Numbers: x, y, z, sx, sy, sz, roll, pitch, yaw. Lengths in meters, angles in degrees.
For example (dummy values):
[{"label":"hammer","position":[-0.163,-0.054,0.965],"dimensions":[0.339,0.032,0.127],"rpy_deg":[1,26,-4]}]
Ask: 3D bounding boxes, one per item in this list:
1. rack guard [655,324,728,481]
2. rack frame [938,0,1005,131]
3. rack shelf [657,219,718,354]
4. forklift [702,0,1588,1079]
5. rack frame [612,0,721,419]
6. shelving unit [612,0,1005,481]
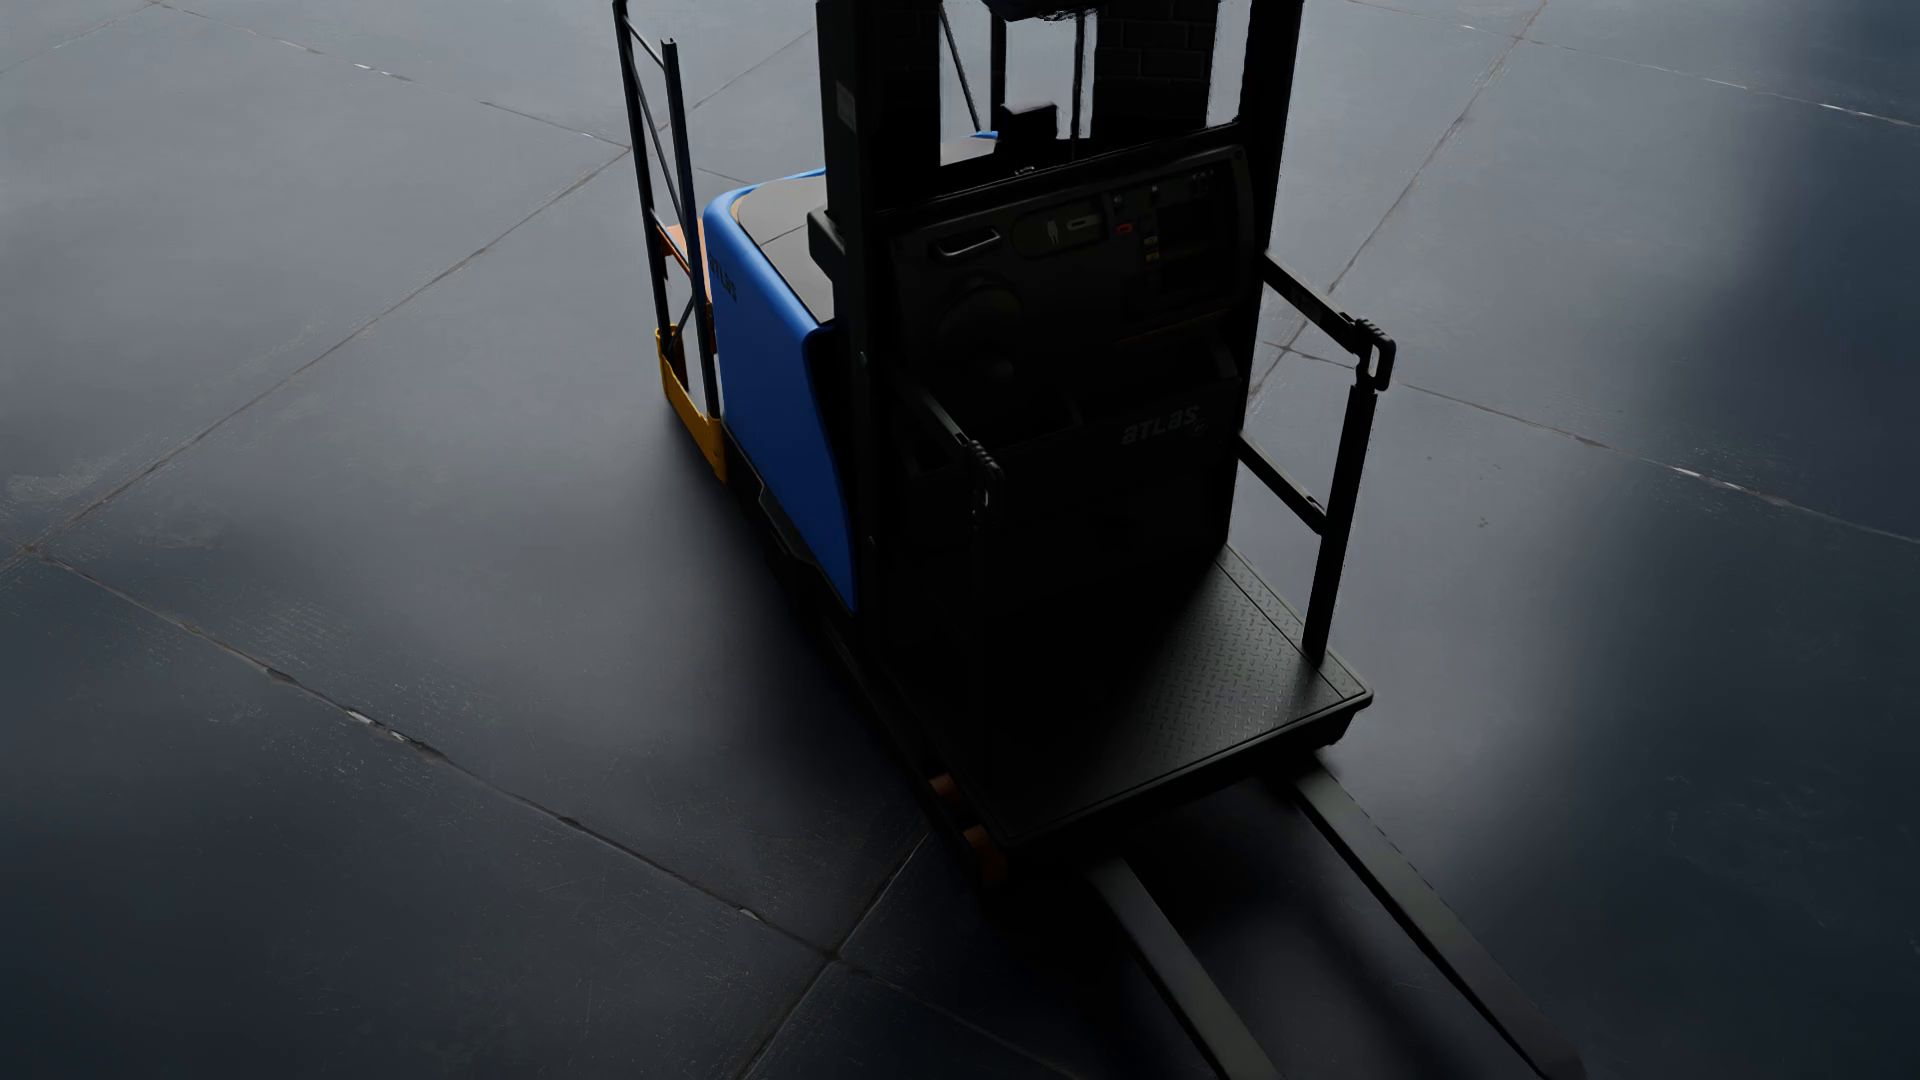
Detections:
[{"label":"rack guard","position":[-0.879,-0.467,5.591],"dimensions":[0.087,0.250,0.587],"rpy_deg":[-19,45,-20]},{"label":"rack frame","position":[0.009,-1.235,5.518],"dimensions":[0.032,1.500,0.500],"rpy_deg":[-19,45,-20]},{"label":"rack shelf","position":[-0.444,-0.948,5.464],"dimensions":[1.000,0.185,0.538],"rpy_deg":[-19,45,-20]},{"label":"forklift","position":[0.370,-0.553,3.660],"dimensions":[1.130,2.935,3.031],"rpy_deg":[-19,45,-20]},{"label":"rack frame","position":[-0.897,-0.931,5.172],"dimensions":[0.032,1.500,0.500],"rpy_deg":[-19,45,-20]},{"label":"shelving unit","position":[-0.435,-1.086,5.348],"dimensions":[1.083,1.500,0.587],"rpy_deg":[-19,45,-20]}]
